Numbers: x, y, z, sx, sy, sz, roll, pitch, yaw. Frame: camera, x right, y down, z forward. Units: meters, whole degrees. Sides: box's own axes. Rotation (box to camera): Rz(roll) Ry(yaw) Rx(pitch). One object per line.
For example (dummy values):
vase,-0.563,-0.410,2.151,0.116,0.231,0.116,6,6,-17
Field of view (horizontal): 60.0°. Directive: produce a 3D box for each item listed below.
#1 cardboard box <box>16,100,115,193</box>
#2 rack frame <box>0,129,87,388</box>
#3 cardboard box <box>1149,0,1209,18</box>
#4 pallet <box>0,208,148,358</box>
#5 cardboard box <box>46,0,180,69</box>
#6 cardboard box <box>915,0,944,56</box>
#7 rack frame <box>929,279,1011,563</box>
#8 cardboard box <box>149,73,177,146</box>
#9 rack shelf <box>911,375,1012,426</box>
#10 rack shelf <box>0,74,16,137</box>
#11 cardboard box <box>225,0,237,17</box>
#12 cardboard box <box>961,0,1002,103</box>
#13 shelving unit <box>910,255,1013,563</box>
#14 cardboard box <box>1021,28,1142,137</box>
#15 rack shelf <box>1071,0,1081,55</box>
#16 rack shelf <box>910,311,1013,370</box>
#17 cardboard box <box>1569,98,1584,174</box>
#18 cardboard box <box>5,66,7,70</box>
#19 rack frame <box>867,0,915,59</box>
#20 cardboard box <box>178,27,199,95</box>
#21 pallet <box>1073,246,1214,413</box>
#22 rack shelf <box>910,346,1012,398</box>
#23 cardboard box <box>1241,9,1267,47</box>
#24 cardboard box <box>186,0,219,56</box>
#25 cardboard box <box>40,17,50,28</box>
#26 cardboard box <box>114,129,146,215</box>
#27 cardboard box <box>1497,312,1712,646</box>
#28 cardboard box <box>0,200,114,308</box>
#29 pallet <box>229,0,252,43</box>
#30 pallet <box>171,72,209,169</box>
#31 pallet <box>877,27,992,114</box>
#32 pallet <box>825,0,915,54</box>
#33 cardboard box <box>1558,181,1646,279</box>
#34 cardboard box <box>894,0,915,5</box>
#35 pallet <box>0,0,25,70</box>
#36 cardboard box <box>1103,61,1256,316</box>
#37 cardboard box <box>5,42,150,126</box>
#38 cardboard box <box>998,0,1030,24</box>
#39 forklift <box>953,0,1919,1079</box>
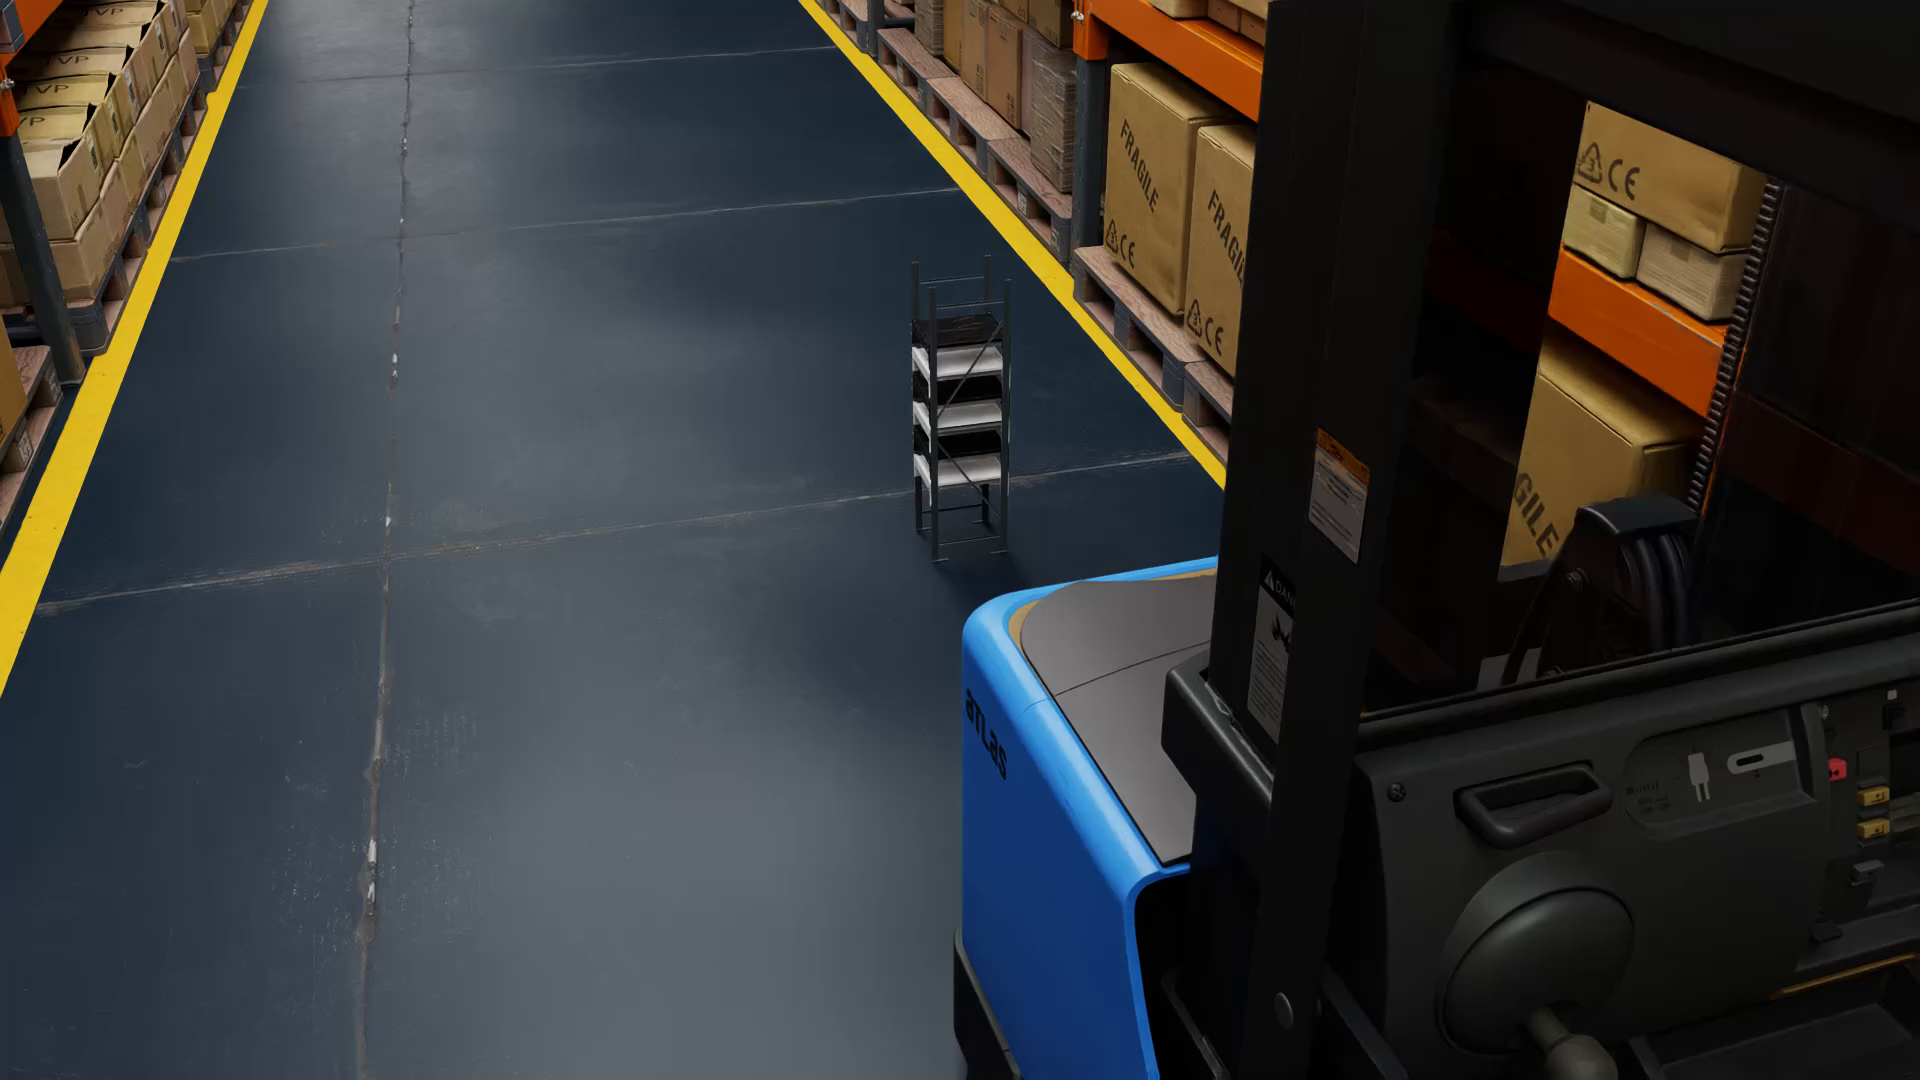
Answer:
cardboard box,-3.803,-1.619,6.818,0.500,0.311,0.500,-9,31,-15
rack frame,-3.800,-1.840,5.434,1.000,3.000,0.127,-8,31,-13
cardboard box,0.886,-1.948,5.852,0.380,0.149,0.250,-7,31,-12
pallet,-3.981,-1.036,6.828,1.003,0.211,1.213,-8,31,-13
cardboard box,-4.334,-2.598,8.510,0.500,0.311,0.500,-7,31,-12
cardboard box,0.125,-3.187,9.818,0.700,0.500,0.500,-7,31,-12
rack frame,0.029,-0.336,4.933,0.240,0.900,0.006,-8,31,-13
cardboard box,-4.203,-2.110,8.227,0.500,0.250,0.500,-7,31,-12
rack shelf,0.002,-0.435,4.989,0.258,0.077,0.200,-8,31,-13
rack shelf,-3.269,-0.562,3.945,1.077,0.370,4.000,-8,31,-13
cardboard box,-4.948,-3.512,10.649,0.500,0.250,0.500,-8,31,-13
cardboard box,0.407,-2.693,8.964,0.700,0.500,0.500,-8,31,-13
shelving unit,0.002,-0.386,5.018,0.258,0.900,0.210,-8,31,-13
cardboard box,0.709,-2.214,8.136,0.700,0.500,0.500,-8,31,-13
rack shelf,0.444,-3.155,8.424,1.077,0.370,4.000,-8,31,-13
rack shelf,0.002,-0.590,4.899,0.258,0.077,0.200,-8,31,-13
cardboard box,1.526,-1.183,3.883,0.500,0.500,0.500,-8,31,-13
cardboard box,-4.583,-2.031,7.530,0.500,0.311,0.500,-7,31,-12
rack frame,-0.087,-4.432,9.913,1.000,3.000,0.127,-8,31,-13
cardboard box,-4.472,-2.602,9.076,0.500,0.250,0.500,-8,31,-14
pallet,1.112,-0.902,6.598,1.003,0.211,1.213,-8,31,-13
rack shelf,0.002,-0.512,4.944,0.258,0.077,0.200,-8,31,-13
cardboard box,1.149,-1.718,5.456,0.380,0.149,0.250,-7,31,-12
cardboard box,-4.693,-3.028,9.812,0.500,0.250,0.500,-8,31,-13
cardboard box,-4.864,-2.531,8.394,0.500,0.311,0.500,-8,31,-14
cardboard box,-3.934,-1.616,7.374,0.500,0.250,0.500,-9,31,-15
cardboard box,1.739,-0.116,4.183,0.750,0.750,0.750,-7,31,-13
cardboard box,-3.656,-1.123,6.522,0.500,0.250,0.500,-8,31,-13
pallet,-5.360,-3.545,11.163,1.003,0.211,1.213,-8,31,-13
pallet,-4.629,-2.214,8.864,1.003,0.211,1.213,-8,31,-13
pallet,0.121,-2.849,9.962,1.003,0.211,1.213,-8,31,-13
pallet,-0.299,-3.545,11.164,1.003,0.211,1.213,-8,31,-13
cardboard box,1.584,-0.713,3.717,0.380,0.149,0.250,-7,31,-12
cardboard box,-0.258,-3.651,10.952,0.380,0.166,0.250,-12,32,-20
pallet,-3.552,-1.439,4.933,1.213,0.211,1.003,-8,31,-13
cardboard box,1.044,-1.379,6.365,0.750,0.750,0.750,-8,31,-14
cardboard box,-4.074,-2.114,7.673,0.500,0.311,0.500,-8,31,-14
cardboard box,0.501,-2.805,8.410,0.500,0.250,0.500,-8,31,-14
forklift,0.933,0.388,1.654,1.130,2.935,3.031,-9,31,-16
